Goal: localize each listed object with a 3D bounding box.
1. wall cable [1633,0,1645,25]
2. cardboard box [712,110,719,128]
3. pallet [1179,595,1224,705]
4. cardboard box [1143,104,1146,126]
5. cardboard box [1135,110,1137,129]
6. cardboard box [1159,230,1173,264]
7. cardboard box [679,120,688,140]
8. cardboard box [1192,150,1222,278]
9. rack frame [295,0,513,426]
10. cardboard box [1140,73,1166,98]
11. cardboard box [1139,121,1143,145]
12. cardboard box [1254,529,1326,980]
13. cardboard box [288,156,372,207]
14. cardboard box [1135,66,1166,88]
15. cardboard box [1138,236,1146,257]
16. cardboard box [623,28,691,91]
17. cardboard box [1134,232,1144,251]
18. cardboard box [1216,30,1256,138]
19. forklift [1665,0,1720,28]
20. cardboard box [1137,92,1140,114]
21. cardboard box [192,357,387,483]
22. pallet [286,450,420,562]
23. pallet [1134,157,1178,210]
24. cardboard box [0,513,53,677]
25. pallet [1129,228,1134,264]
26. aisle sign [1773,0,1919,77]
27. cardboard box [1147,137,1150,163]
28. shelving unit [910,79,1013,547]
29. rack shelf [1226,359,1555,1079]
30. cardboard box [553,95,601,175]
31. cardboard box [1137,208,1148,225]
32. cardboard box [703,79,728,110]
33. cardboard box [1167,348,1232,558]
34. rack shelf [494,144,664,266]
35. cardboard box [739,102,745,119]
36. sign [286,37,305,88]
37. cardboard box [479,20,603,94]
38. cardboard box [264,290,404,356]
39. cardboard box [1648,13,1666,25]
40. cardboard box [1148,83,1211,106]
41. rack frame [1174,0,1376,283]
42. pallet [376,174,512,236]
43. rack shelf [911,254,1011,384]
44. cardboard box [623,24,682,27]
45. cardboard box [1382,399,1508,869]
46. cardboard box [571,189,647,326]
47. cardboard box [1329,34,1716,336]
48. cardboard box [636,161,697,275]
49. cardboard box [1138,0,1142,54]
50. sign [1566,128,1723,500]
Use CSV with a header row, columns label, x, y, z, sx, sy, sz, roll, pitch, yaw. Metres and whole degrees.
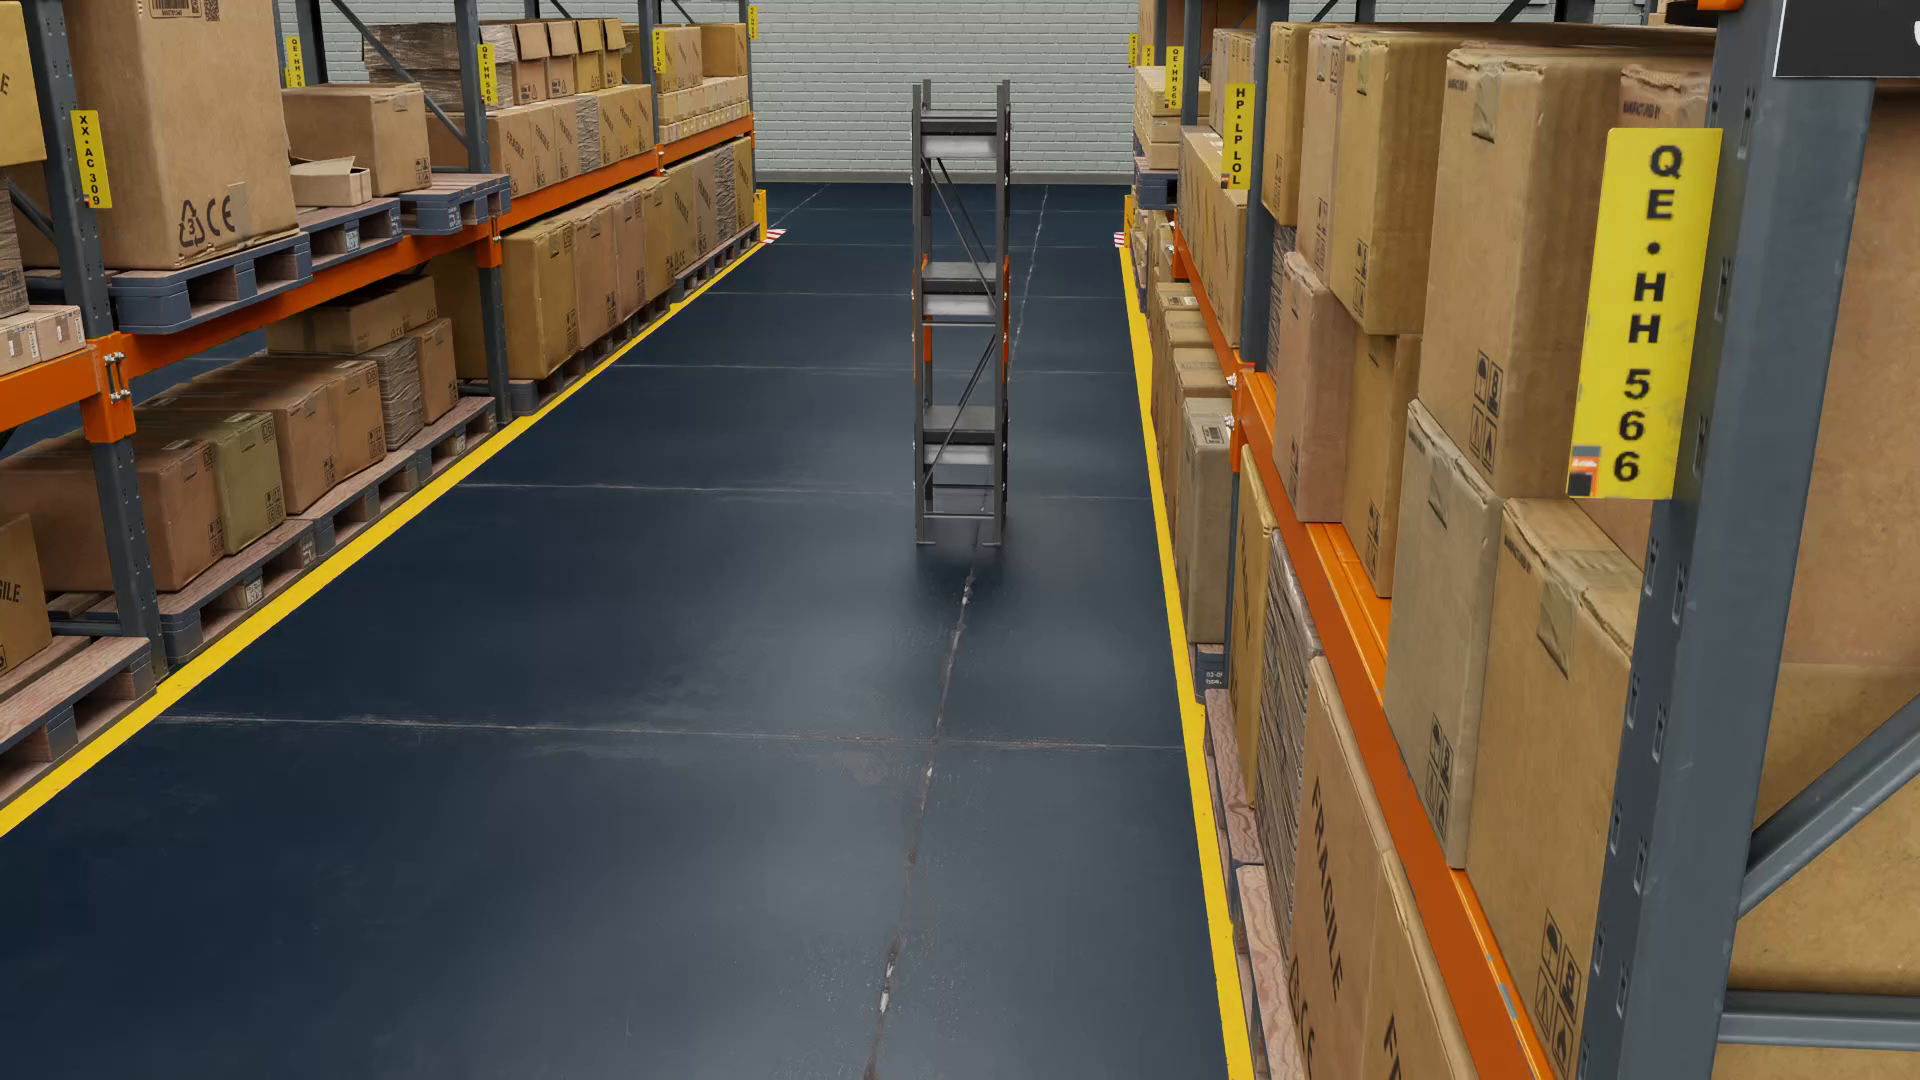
label,x,y,z,sx,sy,sz,roll,pitch,yaw
wall cable,9.028,-6.610,21.648,0.588,1.984,0.122,1,18,4
cardboard box,-2.460,-3.913,15.451,0.380,0.149,0.250,2,18,5
pallet,1.406,0.328,6.583,1.003,0.211,1.213,1,18,4
cardboard box,1.367,-2.703,10.606,0.380,0.149,0.250,1,18,4
cardboard box,1.499,-3.122,12.364,0.380,0.149,0.250,2,18,5
cardboard box,1.578,-1.899,11.037,0.500,0.250,0.500,2,18,5
cardboard box,-2.550,-3.511,14.225,0.380,0.149,0.250,2,18,6
cardboard box,1.303,-1.443,7.349,0.500,0.500,0.500,1,18,3
rack frame,-3.227,-2.140,9.638,1.000,3.000,0.127,1,18,4
cardboard box,1.421,-3.090,11.309,0.380,0.149,0.250,2,18,6
cardboard box,1.403,-2.725,11.150,0.380,0.149,0.250,0,18,1
cardboard box,1.251,0.528,4.232,0.875,0.875,0.875,1,18,4
cardboard box,-3.077,-1.752,7.994,0.396,0.266,0.258,1,18,2
cardboard box,1.513,-3.491,12.534,0.380,0.149,0.250,2,18,7
cardboard box,1.714,-2.500,14.160,0.380,0.149,0.250,1,18,2
cardboard box,-2.608,-4.105,14.192,0.500,0.500,0.500,1,18,4
cardboard box,1.826,-2.778,15.487,0.380,0.149,0.250,0,18,1
cardboard box,1.636,-2.225,8.128,0.700,0.500,0.500,1,18,3
forklift,4.157,-1.607,8.120,1.130,2.935,3.031,-6,19,-18
cardboard box,1.460,-3.108,11.844,0.380,0.149,0.250,1,18,2
cardboard box,-3.316,-0.604,8.257,0.700,0.500,0.500,3,18,9
pallet,-3.374,-0.195,8.178,1.003,0.211,1.213,1,18,4
pallet,1.658,-2.131,9.916,1.213,0.211,1.003,1,18,4
cardboard box,-3.582,0.214,5.794,0.500,0.500,0.500,1,18,2
pallet,2.188,-2.883,16.381,1.003,0.211,1.213,1,18,4
aisle sign,0.835,-0.734,1.170,0.394,0.787,0.004,1,18,4
cardboard box,1.310,-2.319,9.912,0.380,0.149,0.250,1,18,4
shelving unit,0.012,-1.049,7.753,0.431,2.100,0.503,1,18,4
rack shelf,1.283,0.207,3.629,1.077,0.370,4.000,1,18,4
cardboard box,-2.815,-2.807,11.513,0.500,0.500,0.500,1,18,4
cardboard box,1.786,-2.891,14.877,0.380,0.149,0.250,1,18,2
cardboard box,-2.497,-4.223,15.757,0.500,0.250,0.500,1,18,2
cardboard box,1.454,-0.381,7.206,1.050,0.750,0.750,1,18,4
rack shelf,-3.084,-2.420,11.645,1.077,0.370,4.000,1,18,4
cardboard box,-2.367,-4.307,16.653,0.380,0.149,0.250,1,18,4
sign,-3.781,-2.702,9.492,0.100,0.325,0.005,1,18,4
cardboard box,-3.038,-3.495,12.001,0.797,0.503,0.637,1,18,5
cardboard box,-3.273,-1.144,8.701,0.500,0.250,0.500,3,18,10
cardboard box,6.913,-4.784,15.938,0.500,0.500,0.500,1,18,3
cardboard box,1.330,-2.683,10.067,0.380,0.149,0.250,2,18,6
rack frame,1.713,-1.998,9.204,1.000,3.000,0.127,1,18,4
pallet,-3.172,-1.825,8.985,1.213,0.211,1.003,1,18,4
rack shelf,0.012,-1.036,7.757,0.431,0.518,0.480,1,18,4
cardboard box,-2.993,-4.753,16.170,0.500,0.500,0.500,1,18,3
cardboard box,1.139,0.128,2.475,0.875,0.550,0.550,1,18,4
cardboard box,-3.029,-2.096,12.239,1.225,0.875,0.875,1,18,2
cardboard box,1.236,-0.724,3.339,0.875,0.550,0.500,1,18,4
cardboard box,-2.813,-2.776,14.315,0.875,0.875,0.875,1,18,4
cardboard box,1.900,-4.695,15.191,0.500,0.500,0.500,1,18,3
sign,0.599,-0.193,1.454,0.100,0.325,0.005,1,18,4
